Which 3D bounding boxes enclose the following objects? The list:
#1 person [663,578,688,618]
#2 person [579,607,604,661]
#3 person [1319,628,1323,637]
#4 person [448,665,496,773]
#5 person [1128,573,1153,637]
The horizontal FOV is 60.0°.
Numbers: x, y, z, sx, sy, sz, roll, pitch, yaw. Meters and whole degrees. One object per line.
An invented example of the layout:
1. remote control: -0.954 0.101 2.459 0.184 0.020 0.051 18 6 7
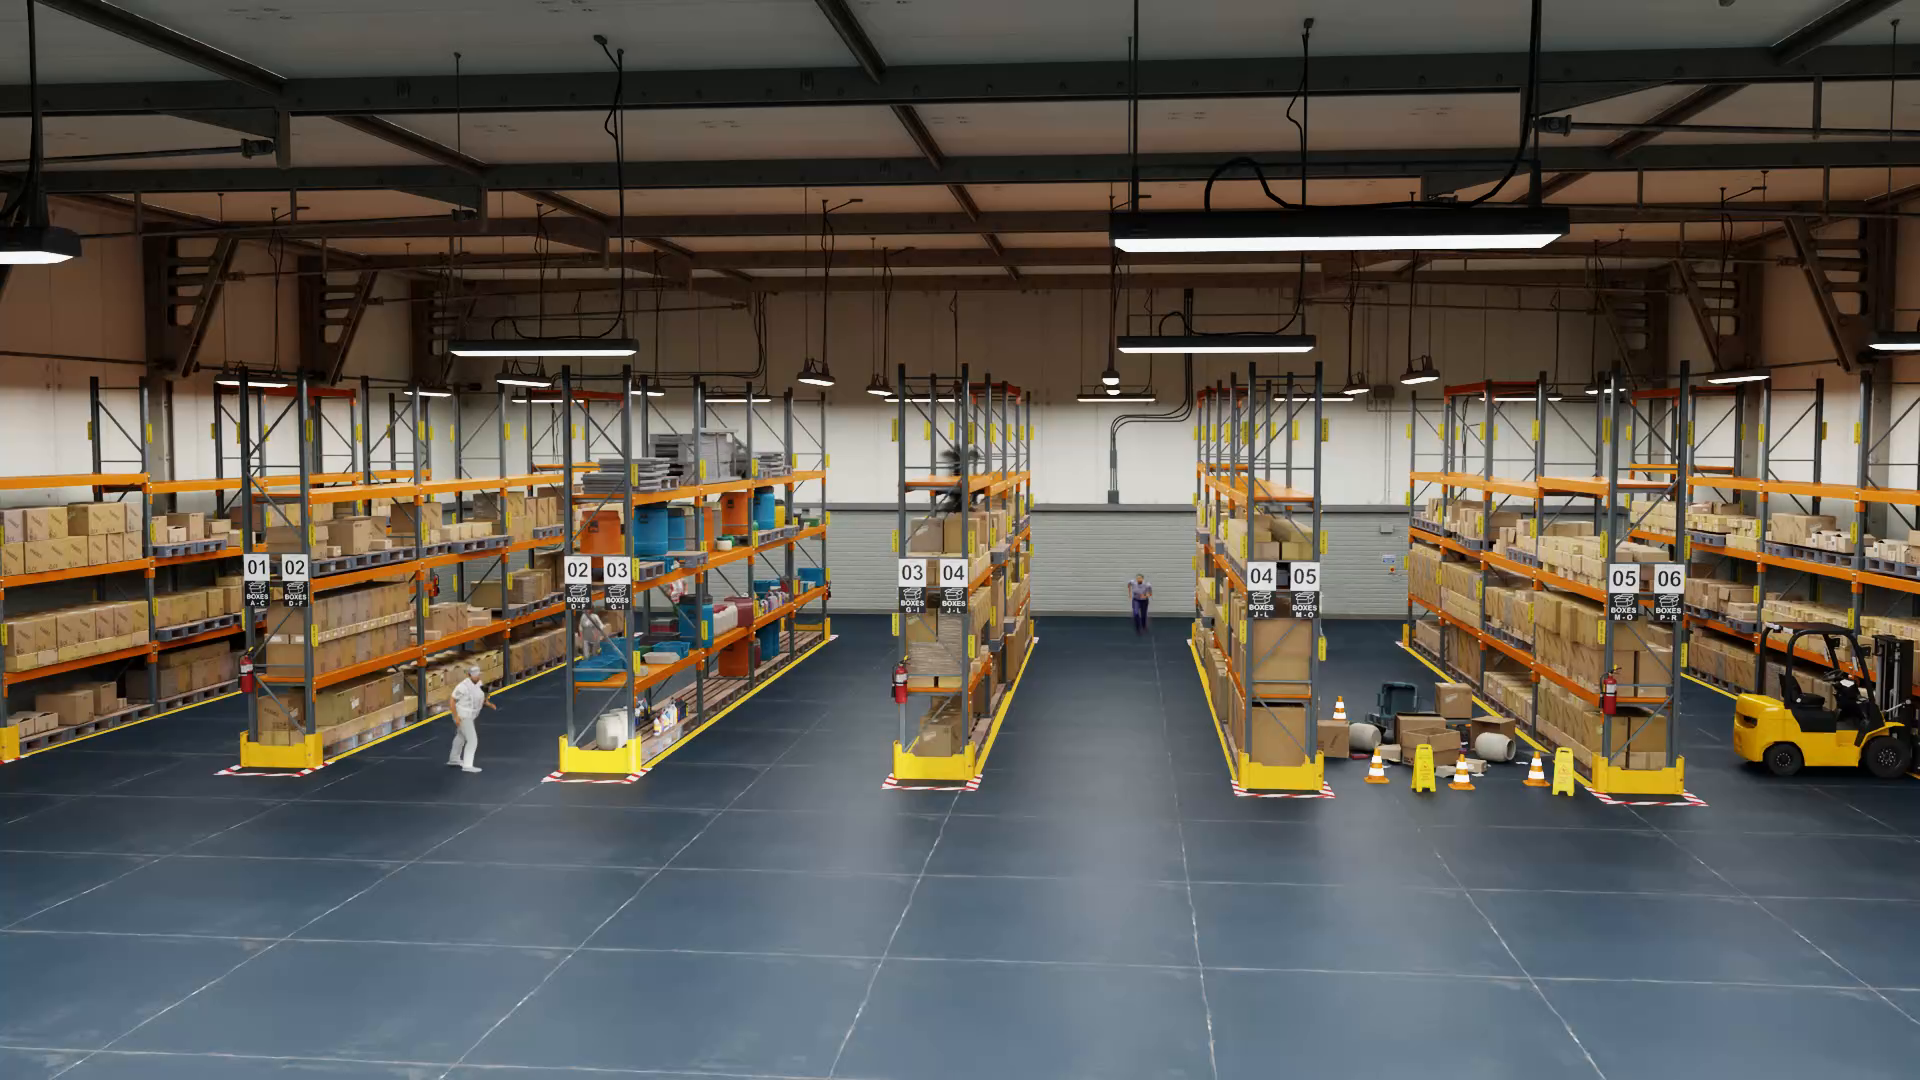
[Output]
1. person: -6.940 1.501 41.049 0.786 1.711 0.667 -2 4 -24
2. person: -7.405 2.065 33.463 0.542 1.607 0.733 0 4 7
3. person: 8.140 1.685 38.789 0.598 1.670 0.923 -3 5 -41
4. person: -7.293 2.630 24.730 0.838 1.595 0.633 1 4 9
5. person: 4.496 1.602 41.335 0.644 1.615 0.940 1 4 13
